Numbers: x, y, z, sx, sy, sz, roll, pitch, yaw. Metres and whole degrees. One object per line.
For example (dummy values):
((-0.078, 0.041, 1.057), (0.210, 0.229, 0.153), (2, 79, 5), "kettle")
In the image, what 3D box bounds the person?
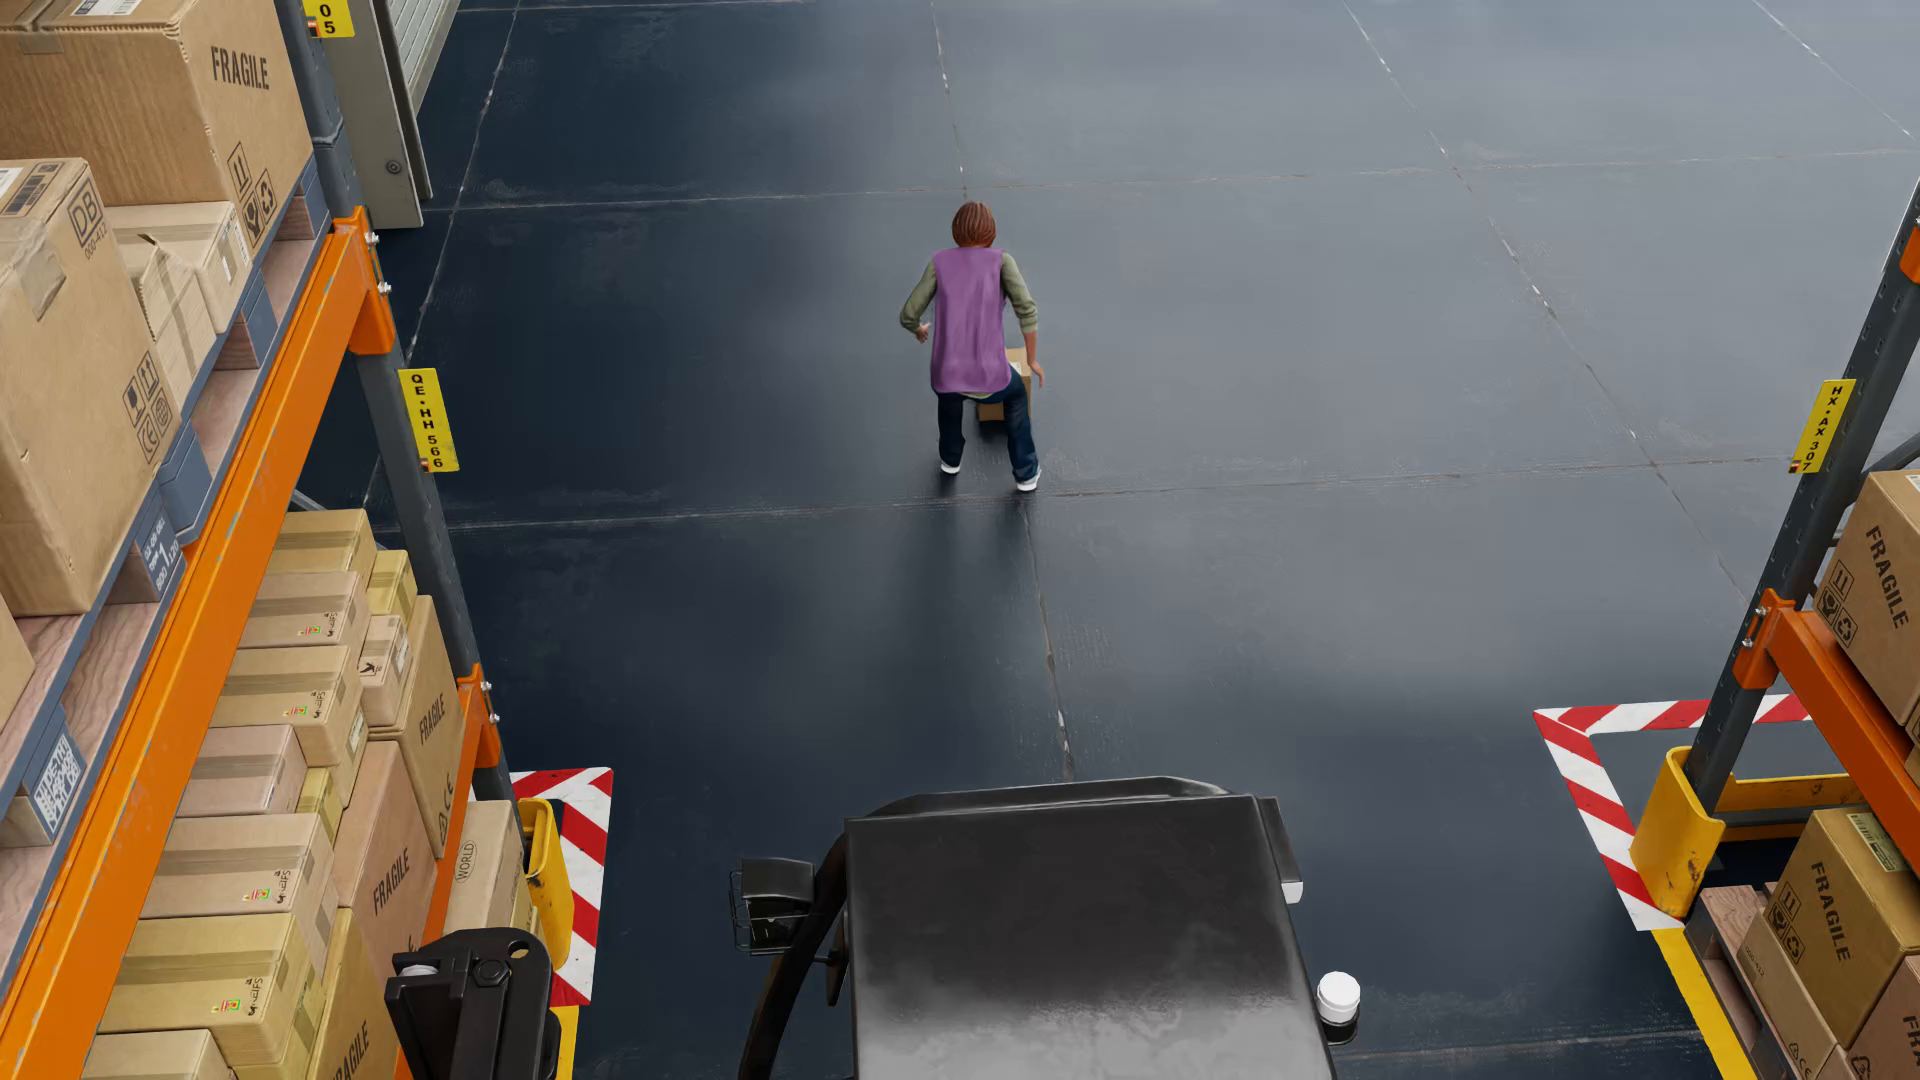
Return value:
((0.070, -0.778, 7.325), (0.625, 1.331, 0.665), (5, 40, 6), "person")
